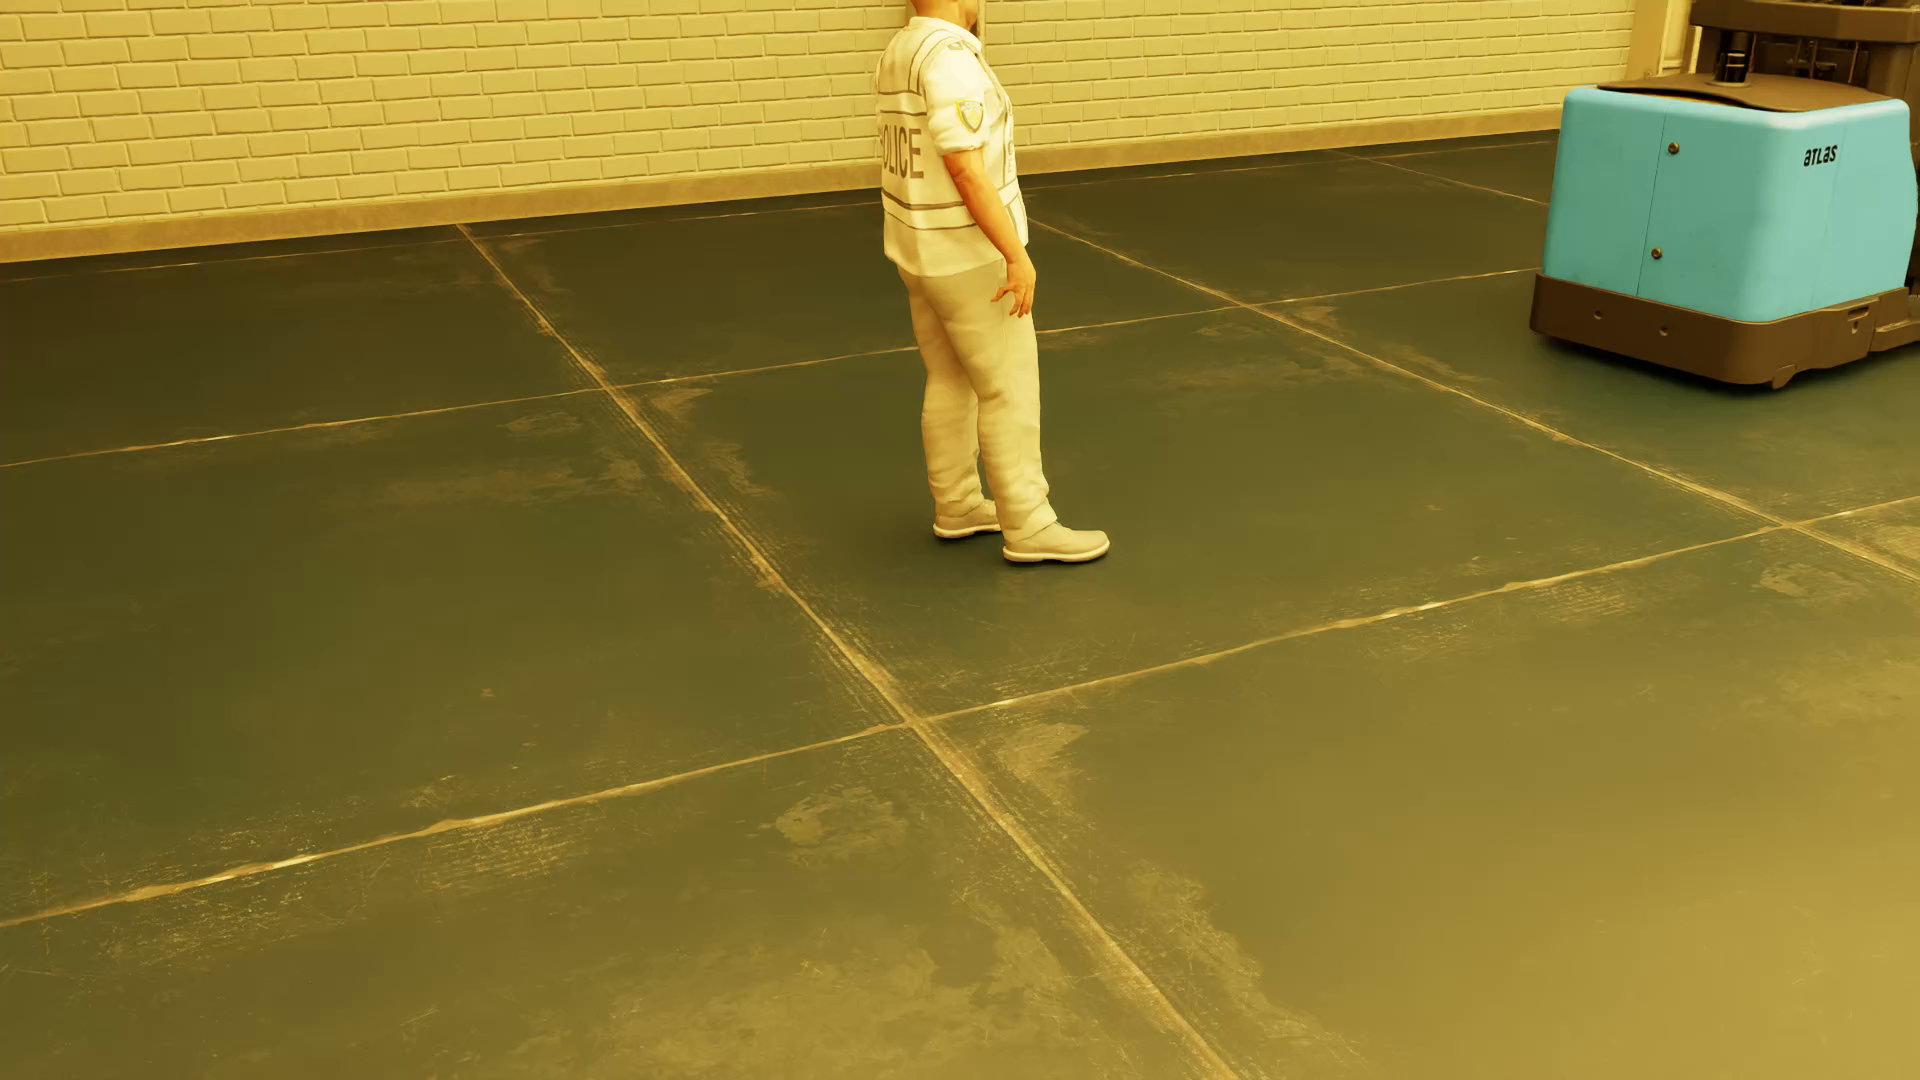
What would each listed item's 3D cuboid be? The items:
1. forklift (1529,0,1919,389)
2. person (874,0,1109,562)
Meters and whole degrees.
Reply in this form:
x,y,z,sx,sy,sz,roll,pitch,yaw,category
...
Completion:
x,y,z,sx,sy,sz,roll,pitch,yaw,category
3.931,-2.359,6.966,3.031,2.935,1.130,-15,27,-32,forklift
0.075,-0.838,4.782,0.575,1.781,0.640,-10,25,-23,person
